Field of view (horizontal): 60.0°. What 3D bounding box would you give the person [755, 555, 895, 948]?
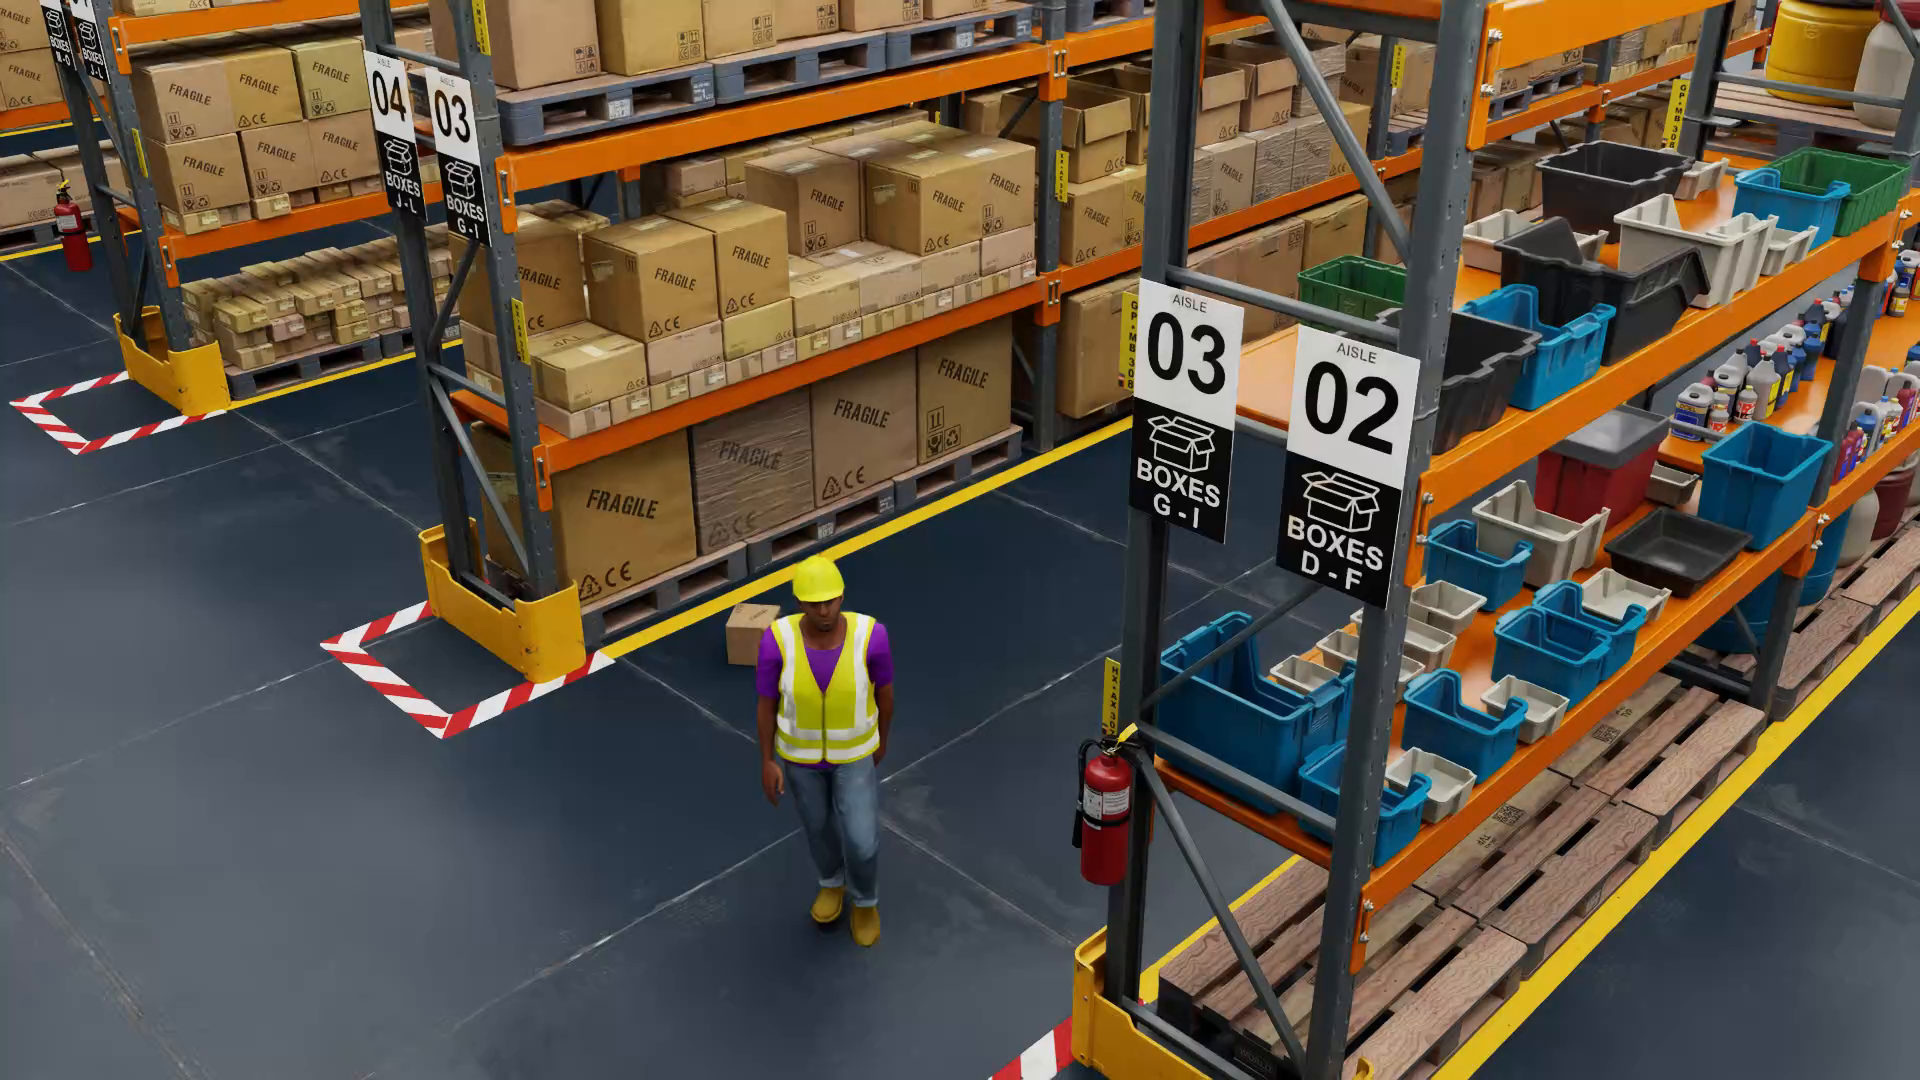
[{"bbox_3d":[-0.549,0.898,6.876,0.563,1.809,0.504,0,28,0],"label":"person"}]
